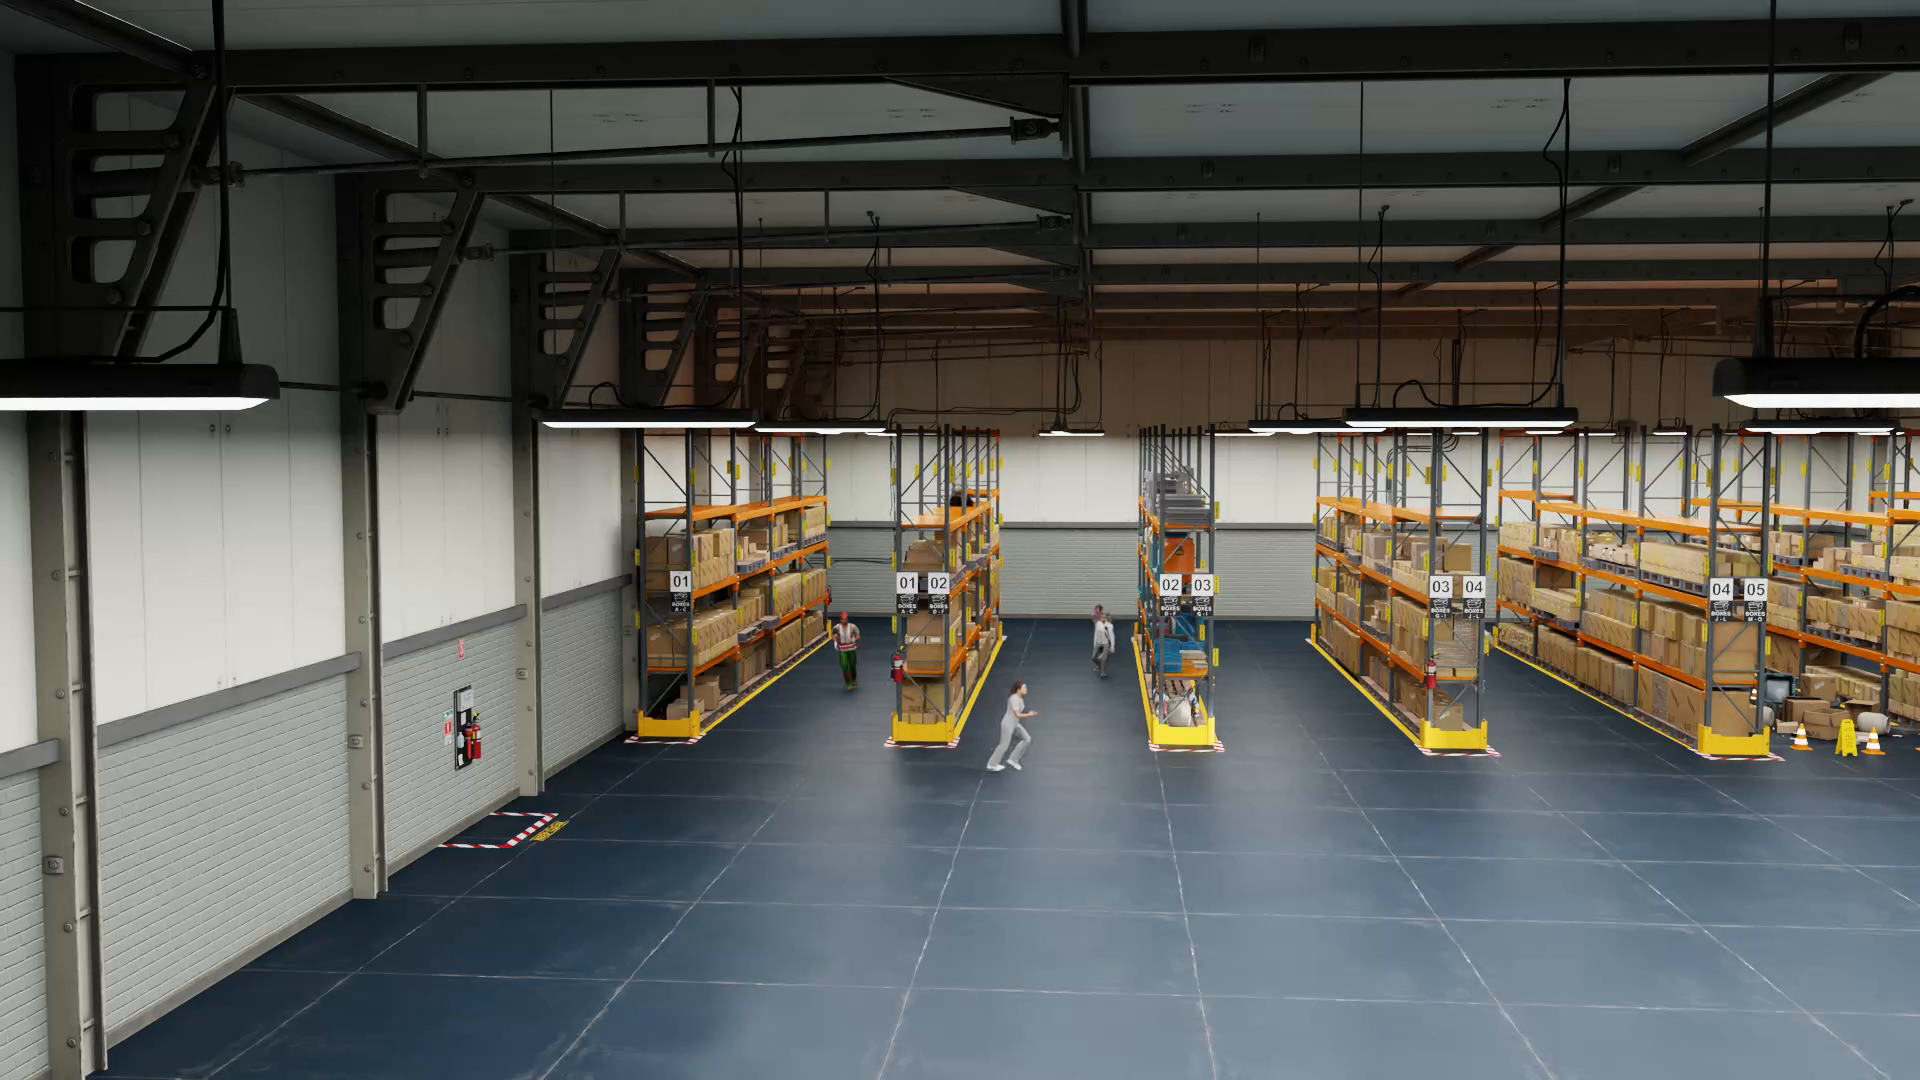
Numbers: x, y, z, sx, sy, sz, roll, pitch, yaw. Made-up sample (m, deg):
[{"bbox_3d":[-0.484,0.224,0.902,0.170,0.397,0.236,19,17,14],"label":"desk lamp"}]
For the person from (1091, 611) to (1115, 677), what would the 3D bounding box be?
[{"bbox_3d":[3.452,2.488,39.926,0.728,1.591,0.601,2,4,32],"label":"person"}]

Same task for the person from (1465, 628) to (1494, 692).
[{"bbox_3d":[11.743,2.616,37.863,0.702,1.605,1.128,0,3,6],"label":"person"}]

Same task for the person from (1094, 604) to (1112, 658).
[{"bbox_3d":[3.799,2.364,43.632,0.539,1.418,0.938,2,4,33],"label":"person"}]

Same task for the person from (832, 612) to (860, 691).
[{"bbox_3d":[-2.595,2.514,37.899,0.653,1.761,0.878,0,3,-6],"label":"person"}]

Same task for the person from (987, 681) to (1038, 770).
[{"bbox_3d":[0.908,3.185,28.547,0.900,1.578,0.556,1,4,20],"label":"person"}]
